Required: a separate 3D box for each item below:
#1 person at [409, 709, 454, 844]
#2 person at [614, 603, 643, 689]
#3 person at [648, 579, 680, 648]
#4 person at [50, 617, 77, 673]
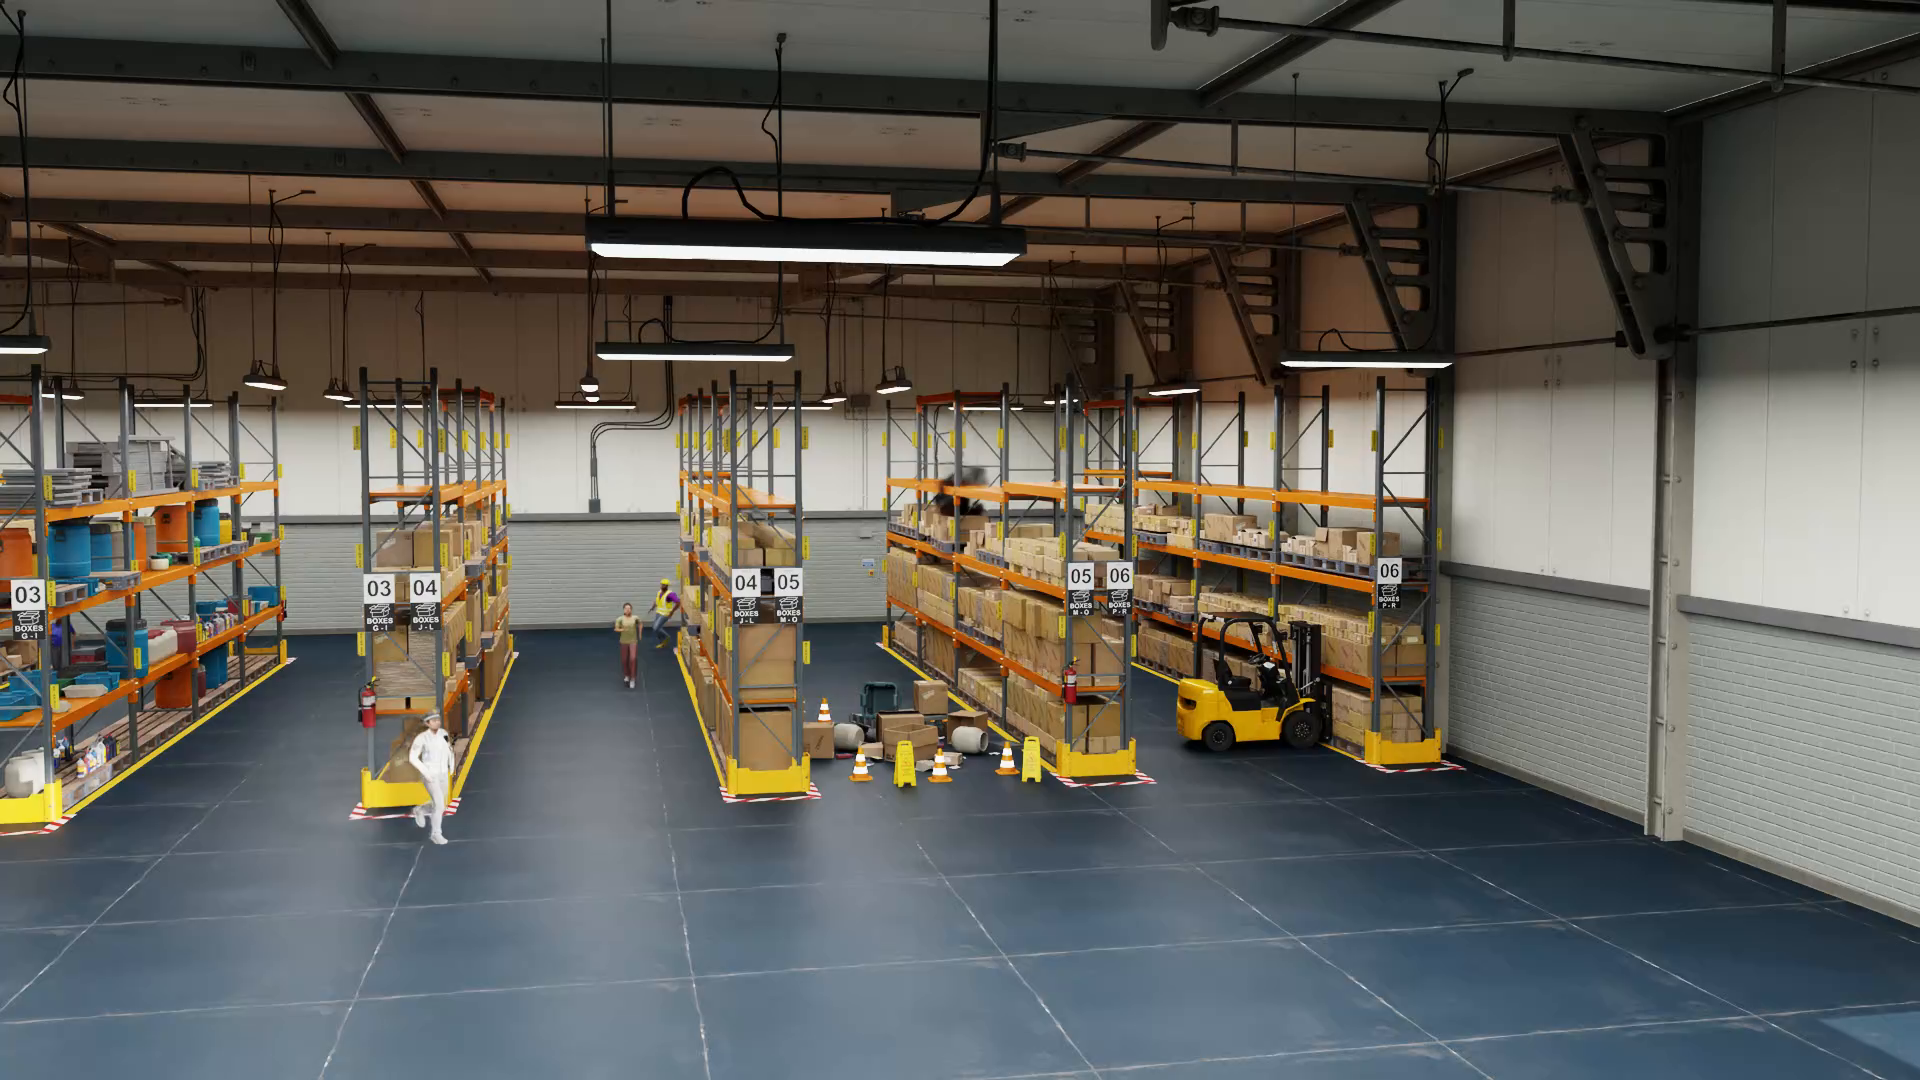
[{"bbox_3d":[-6.654,2.941,20.808,0.615,1.699,0.557,2,4,35],"label":"person"},{"bbox_3d":[-6.767,2.133,33.945,0.554,1.710,0.849,-1,3,-9],"label":"person"},{"bbox_3d":[-7.144,1.777,39.885,0.763,1.706,0.526,3,5,44],"label":"person"},{"bbox_3d":[-17.645,2.221,32.596,0.579,1.657,0.923,-2,4,-25],"label":"person"}]
